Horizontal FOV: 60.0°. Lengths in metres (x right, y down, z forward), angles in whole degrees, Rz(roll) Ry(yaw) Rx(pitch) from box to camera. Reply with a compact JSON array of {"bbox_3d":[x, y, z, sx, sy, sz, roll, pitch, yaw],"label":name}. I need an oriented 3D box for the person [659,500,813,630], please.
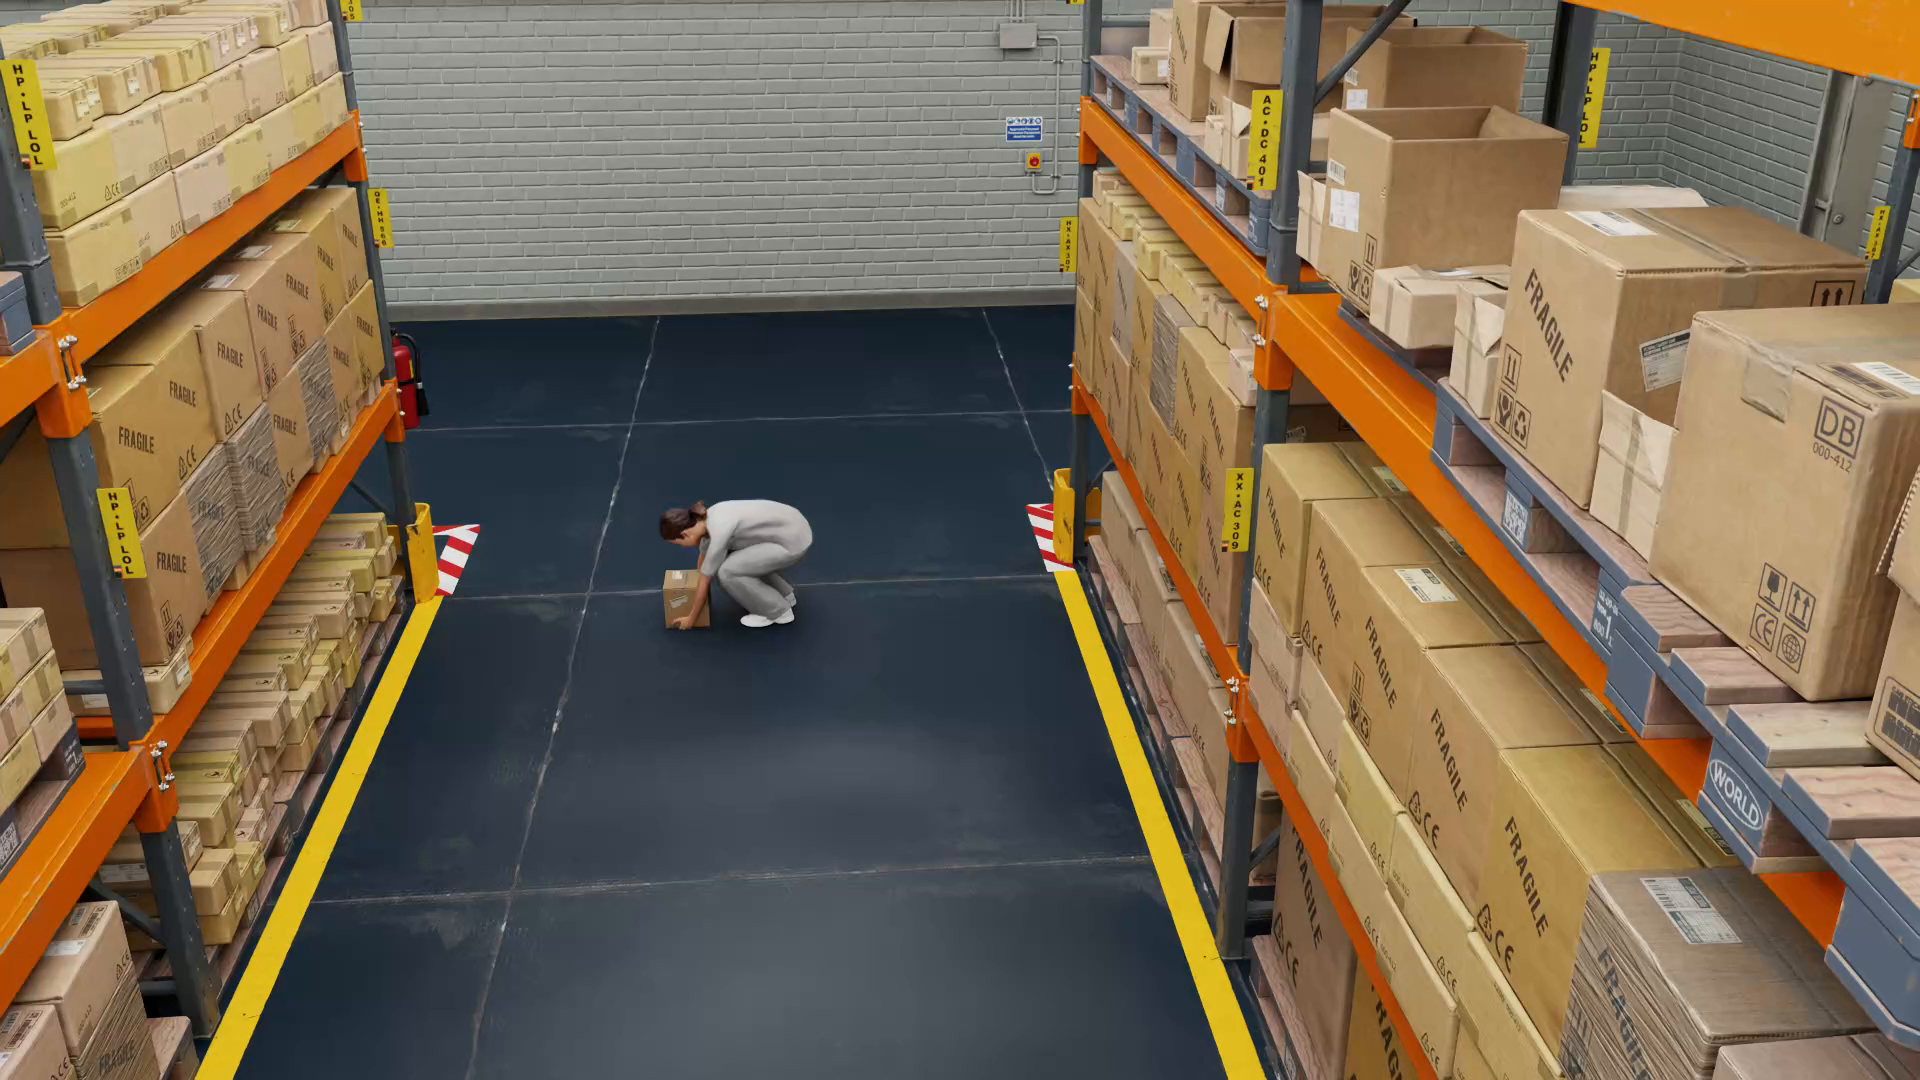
[{"bbox_3d":[-1.271,0.107,9.525,0.861,0.765,0.456,-3,24,-6],"label":"person"}]
